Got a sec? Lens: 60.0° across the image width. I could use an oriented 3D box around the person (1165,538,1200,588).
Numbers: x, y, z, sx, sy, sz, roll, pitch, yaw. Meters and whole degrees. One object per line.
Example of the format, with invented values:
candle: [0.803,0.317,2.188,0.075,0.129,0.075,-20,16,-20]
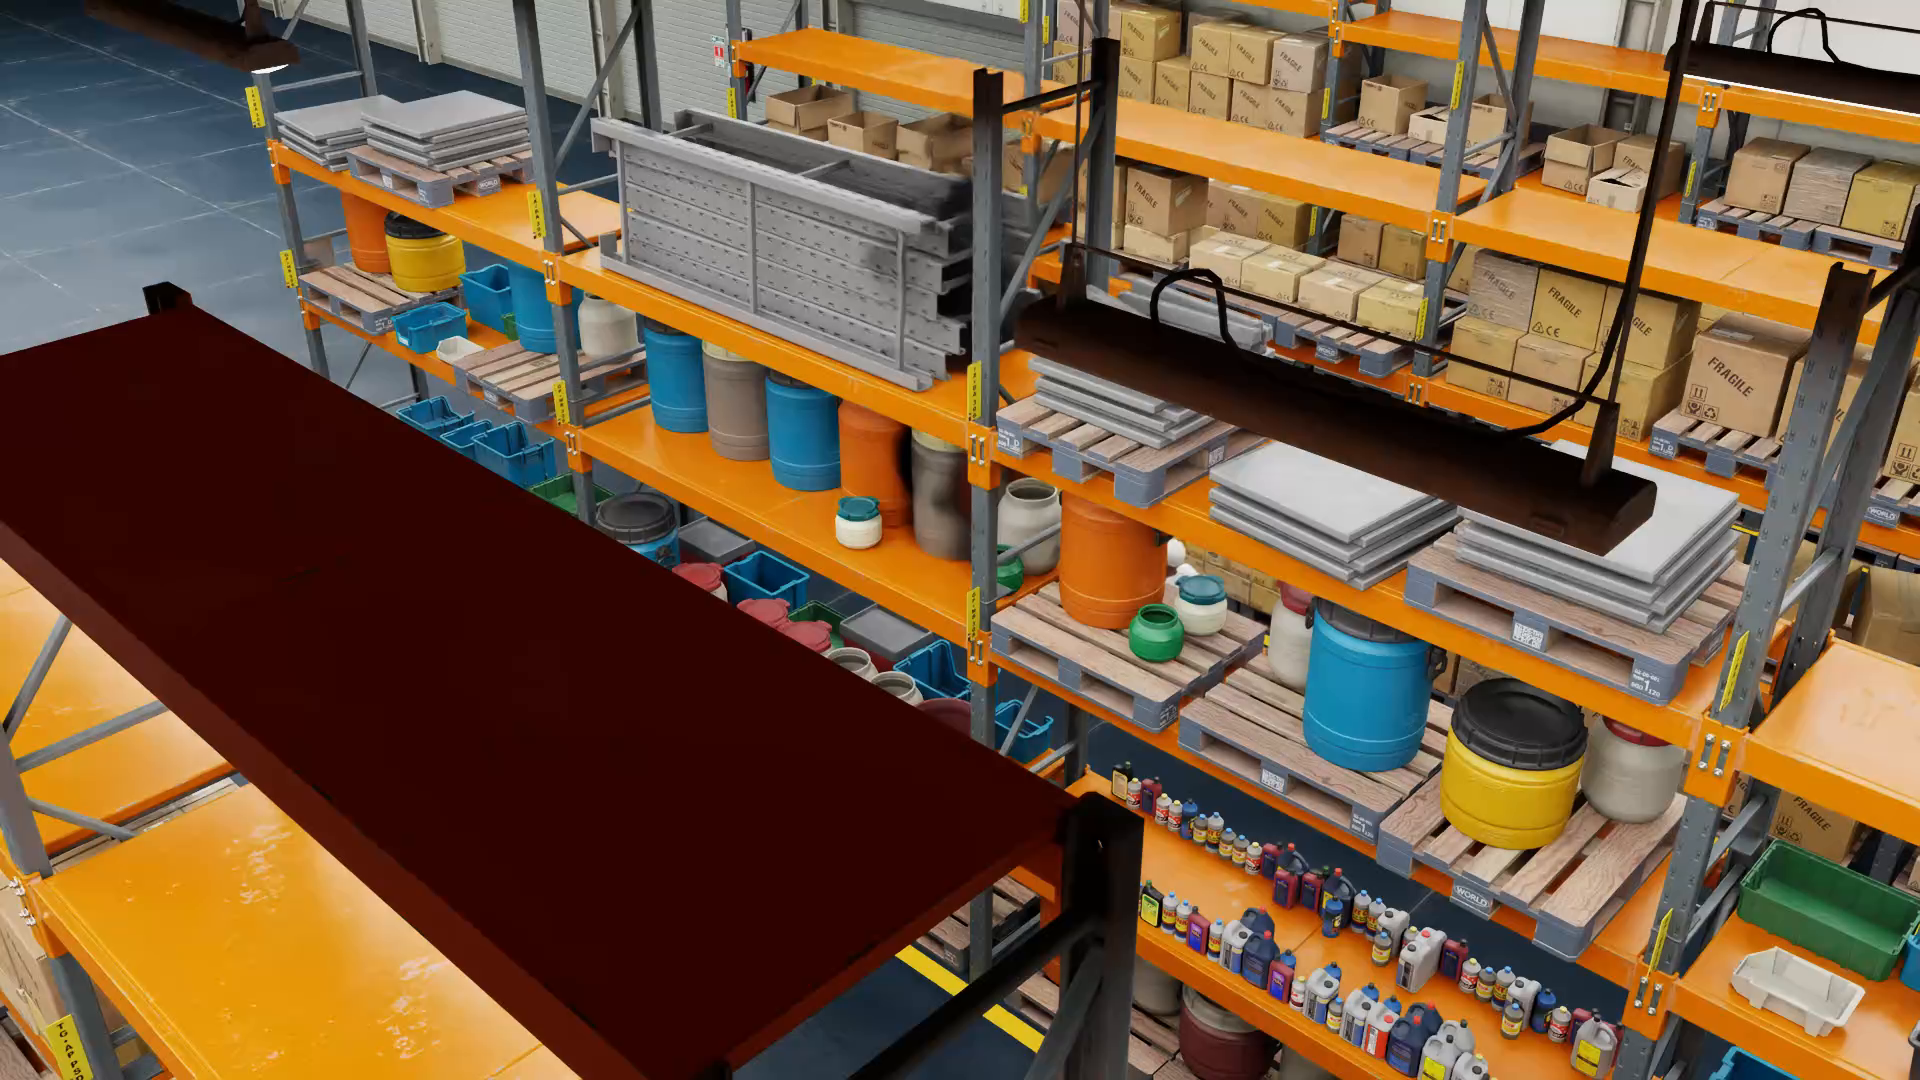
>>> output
person: [1.486,0.764,12.490,0.878,1.794,0.696,17,33,27]
